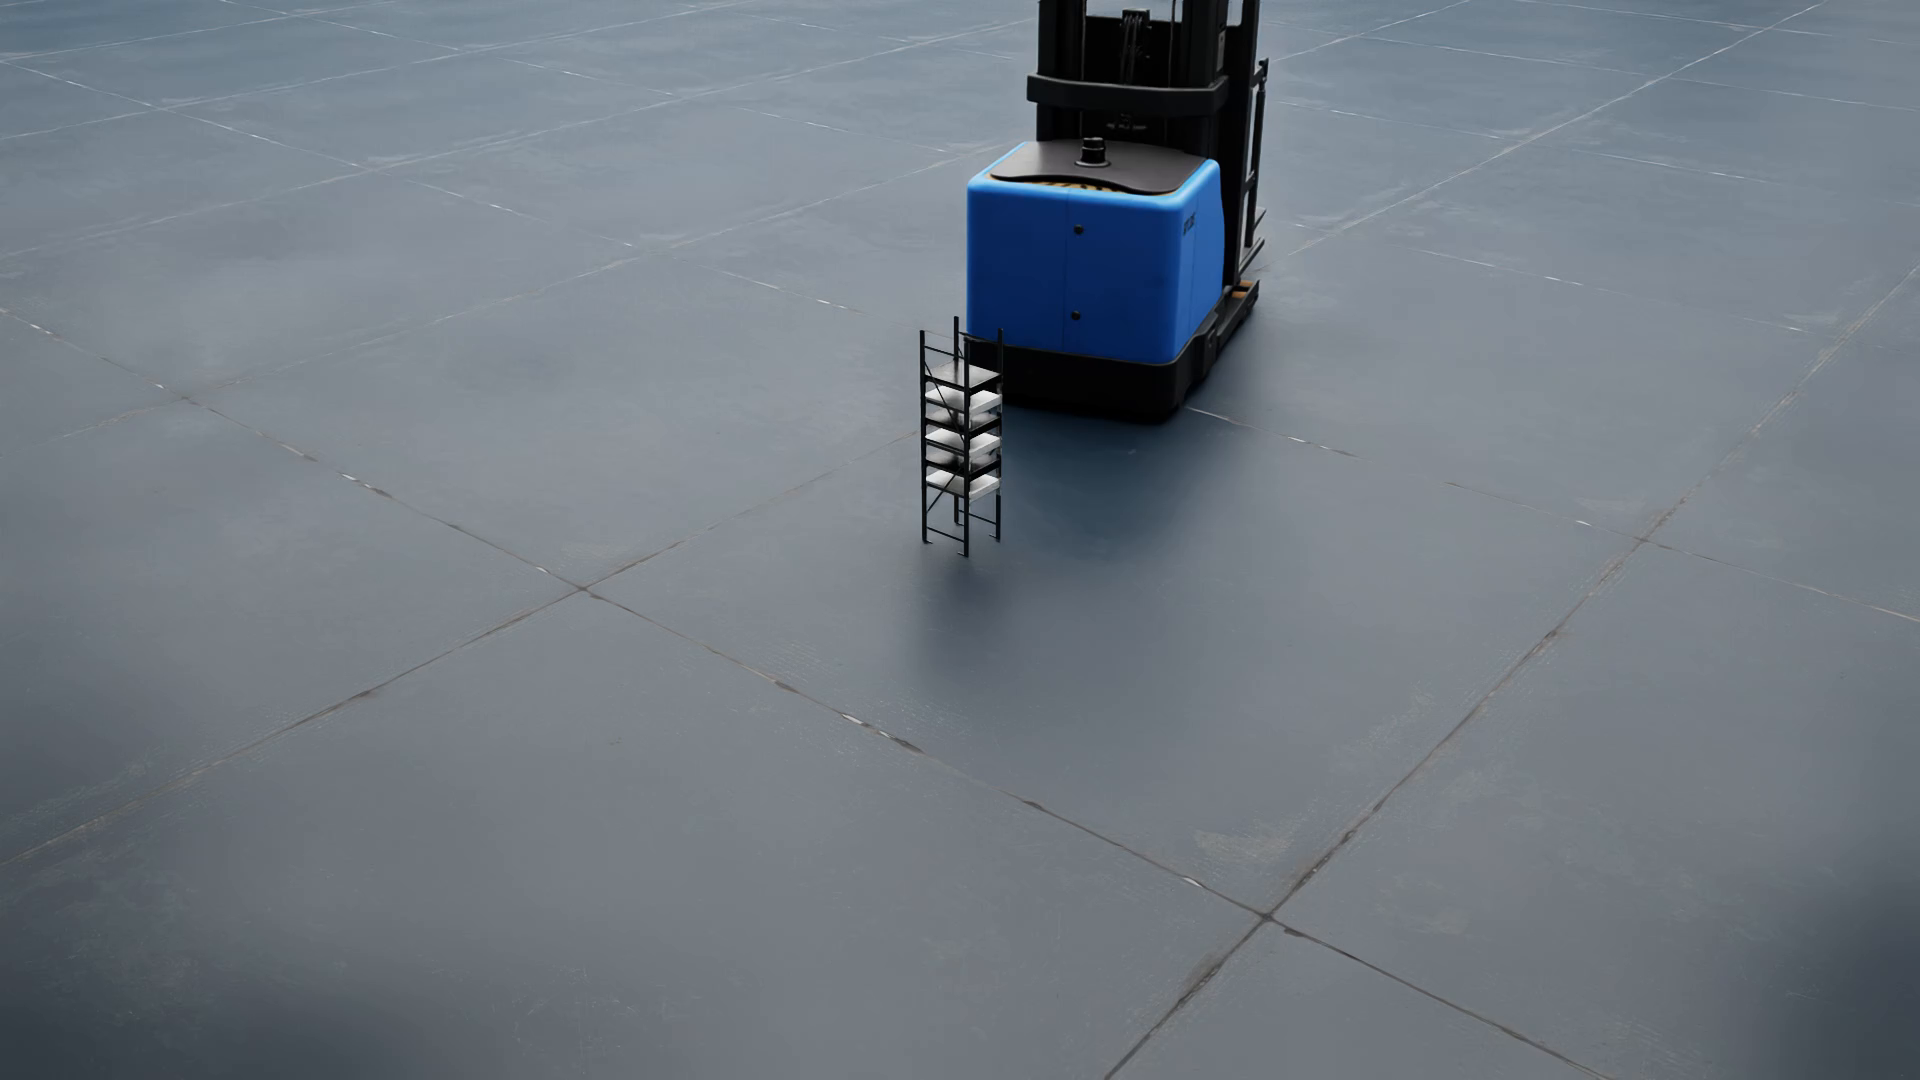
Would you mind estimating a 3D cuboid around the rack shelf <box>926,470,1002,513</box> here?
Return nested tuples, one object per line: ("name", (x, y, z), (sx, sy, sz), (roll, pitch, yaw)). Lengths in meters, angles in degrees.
("rack shelf", (0.005, -0.213, 6.647), (0.258, 0.077, 0.200), (21, 34, 34))

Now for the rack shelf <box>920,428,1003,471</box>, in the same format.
("rack shelf", (0.005, -0.373, 6.564), (0.258, 0.077, 0.200), (21, 34, 34))

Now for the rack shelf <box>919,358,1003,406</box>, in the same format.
("rack shelf", (0.005, -0.613, 6.440), (0.258, 0.077, 0.200), (21, 34, 34))

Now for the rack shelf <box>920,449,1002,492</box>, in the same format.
("rack shelf", (0.005, -0.293, 6.605), (0.258, 0.077, 0.200), (21, 34, 34))

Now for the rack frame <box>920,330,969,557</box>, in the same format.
("rack frame", (-0.059, -0.367, 6.479), (0.240, 0.900, 0.006), (21, 34, 34))

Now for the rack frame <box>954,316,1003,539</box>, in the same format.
("rack frame", (0.070, -0.439, 6.618), (0.240, 0.900, 0.006), (21, 34, 34))

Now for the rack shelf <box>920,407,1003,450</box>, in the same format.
("rack shelf", (0.005, -0.453, 6.523), (0.258, 0.077, 0.200), (21, 34, 34))

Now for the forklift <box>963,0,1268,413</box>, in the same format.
("forklift", (1.016, -2.549, 8.486), (1.130, 2.935, 3.031), (10, 29, 18))

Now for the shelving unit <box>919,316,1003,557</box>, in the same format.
("shelving unit", (0.005, -0.403, 6.549), (0.258, 0.900, 0.210), (21, 34, 34))

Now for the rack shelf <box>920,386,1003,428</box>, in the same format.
("rack shelf", (0.005, -0.533, 6.481), (0.258, 0.077, 0.200), (21, 34, 34))
